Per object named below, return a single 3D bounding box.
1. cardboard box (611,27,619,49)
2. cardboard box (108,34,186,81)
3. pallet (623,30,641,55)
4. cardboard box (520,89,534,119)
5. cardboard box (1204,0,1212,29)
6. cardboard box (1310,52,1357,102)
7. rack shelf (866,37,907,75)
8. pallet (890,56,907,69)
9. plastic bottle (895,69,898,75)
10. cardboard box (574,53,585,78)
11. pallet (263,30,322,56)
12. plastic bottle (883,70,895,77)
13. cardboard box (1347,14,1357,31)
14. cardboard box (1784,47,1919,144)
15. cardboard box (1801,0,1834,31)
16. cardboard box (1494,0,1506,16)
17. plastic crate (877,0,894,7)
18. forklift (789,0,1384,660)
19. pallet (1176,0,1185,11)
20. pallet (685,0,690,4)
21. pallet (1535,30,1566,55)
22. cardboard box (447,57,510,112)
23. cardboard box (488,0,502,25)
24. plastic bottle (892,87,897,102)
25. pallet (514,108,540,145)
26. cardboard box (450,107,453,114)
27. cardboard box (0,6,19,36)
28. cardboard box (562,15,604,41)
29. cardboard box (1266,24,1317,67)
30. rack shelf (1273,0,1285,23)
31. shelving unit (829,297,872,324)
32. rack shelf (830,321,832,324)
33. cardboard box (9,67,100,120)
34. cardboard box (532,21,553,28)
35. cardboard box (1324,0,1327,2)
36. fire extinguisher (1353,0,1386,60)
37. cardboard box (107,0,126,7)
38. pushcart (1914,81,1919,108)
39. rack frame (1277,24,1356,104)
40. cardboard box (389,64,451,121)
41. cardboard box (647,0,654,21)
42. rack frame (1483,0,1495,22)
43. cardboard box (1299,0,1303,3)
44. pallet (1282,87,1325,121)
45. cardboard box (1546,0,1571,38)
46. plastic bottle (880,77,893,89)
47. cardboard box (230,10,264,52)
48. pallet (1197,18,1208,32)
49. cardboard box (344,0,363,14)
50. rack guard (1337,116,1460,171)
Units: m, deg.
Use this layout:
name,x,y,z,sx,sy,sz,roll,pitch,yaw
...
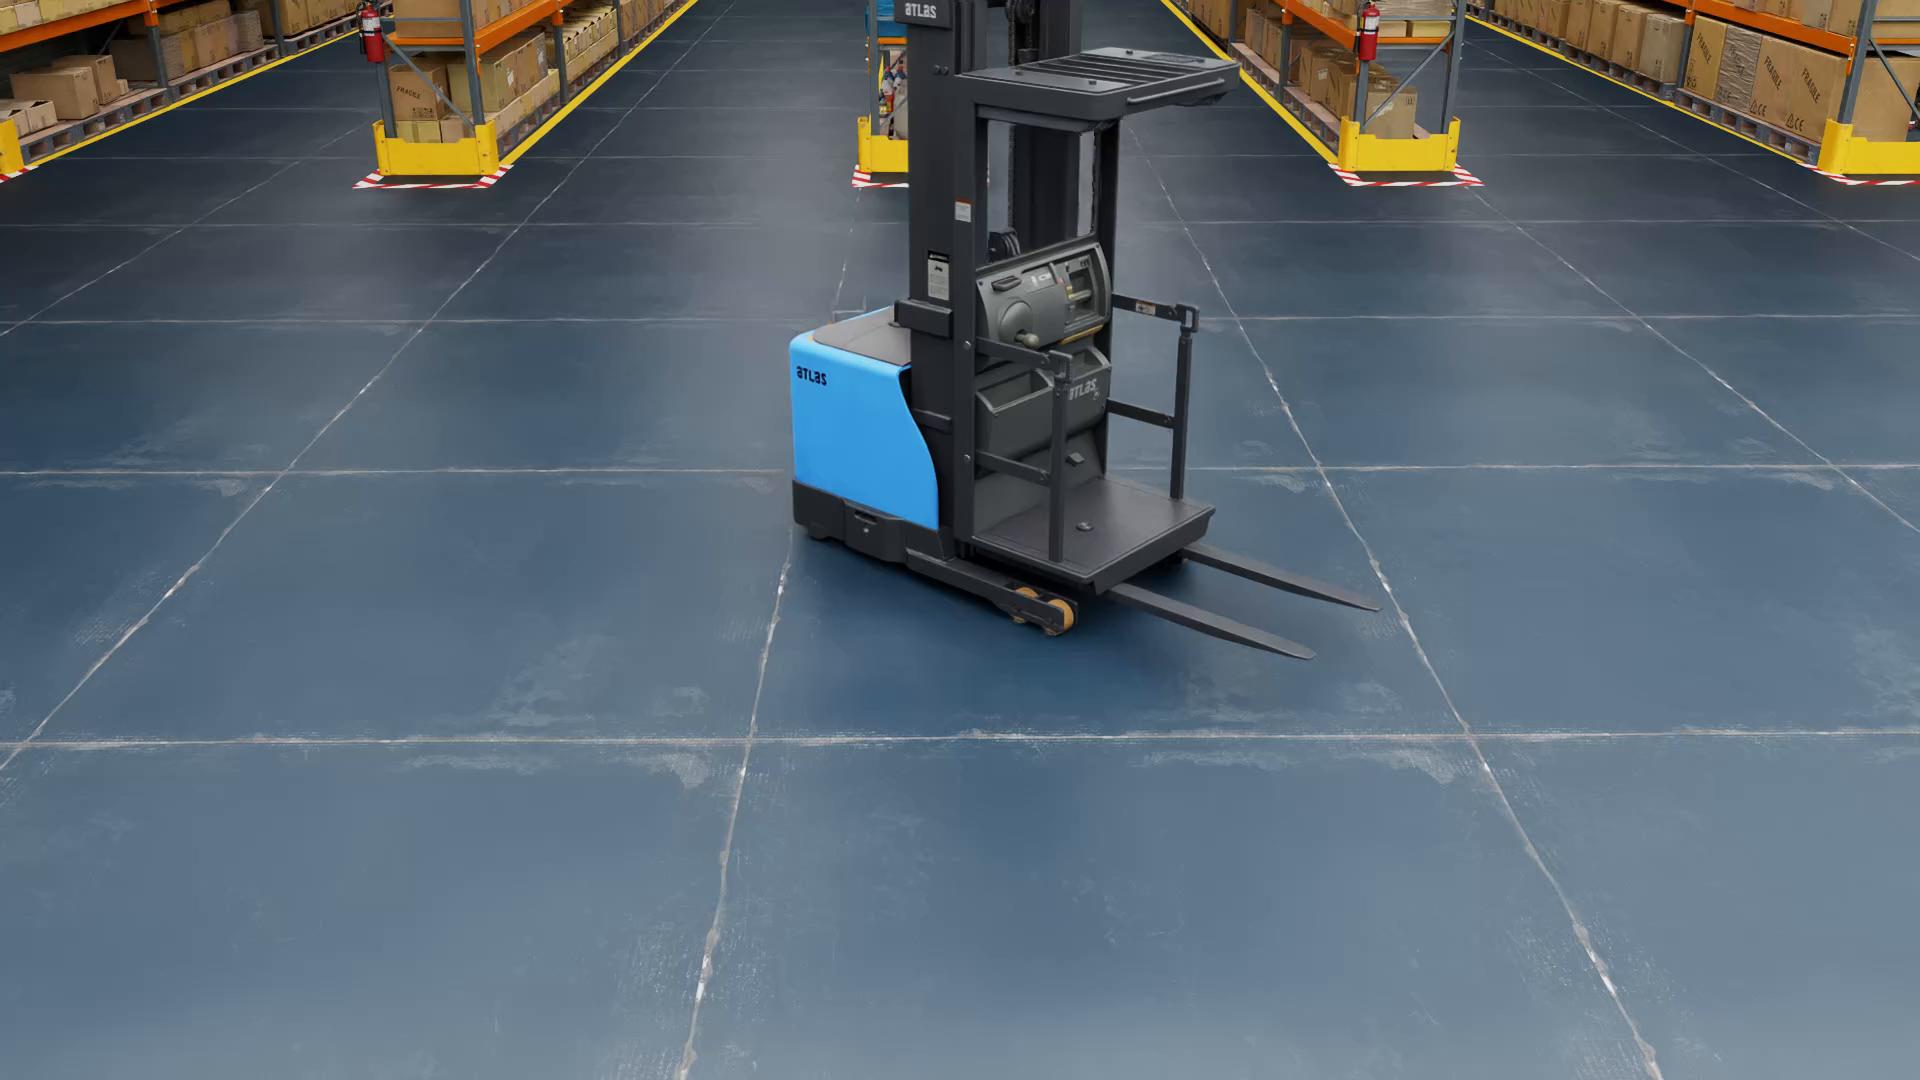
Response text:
name,x,y,z,sx,sy,sz,roll,pitch,yaw
cardboard box,-5.201,-7.196,23.847,0.500,0.250,0.500,0,24,1
cardboard box,-10.385,-6.165,21.242,0.700,0.500,0.500,1,24,1
pallet,-5.421,-7.510,25.099,1.003,0.211,1.213,0,24,-1
cardboard box,-5.162,-4.955,18.893,0.500,0.250,0.500,0,24,-1
cardboard box,4.466,-8.391,25.731,1.225,0.875,0.875,0,24,0
cardboard box,4.477,-5.519,19.836,0.500,0.500,0.500,8,25,16
rack shelf,-0.432,-5.693,18.571,1.077,0.370,4.000,0,24,-1
pallet,-0.518,-6.402,22.649,1.003,0.211,1.213,0,24,-1
plastic bottle,-0.752,-5.542,20.127,0.061,0.283,0.133,0,24,-1
cardboard box,-5.168,-6.141,21.515,0.500,0.250,0.500,0,24,1
pallet,-10.338,-7.504,25.085,1.003,0.211,1.213,0,24,-1
plastic bottle,-0.858,-5.538,20.127,0.152,0.276,0.135,1,24,1
cardboard box,4.276,-5.427,17.414,0.380,0.149,0.250,0,24,-1
cardboard box,9.429,-4.702,17.576,0.875,0.875,0.875,0,24,0
cardboard box,9.426,-5.647,17.415,0.875,0.550,0.550,0,24,-1
cardboard box,9.115,-8.891,27.293,0.500,0.500,0.500,1,24,1
plastic crate,-0.717,-5.602,17.676,0.499,0.251,0.408,0,24,-1
forklift,0.562,-1.136,7.705,3.031,2.935,1.130,20,31,37
pallet,4.465,-9.711,29.966,1.003,0.211,1.213,0,24,-1
pallet,-5.528,-10.139,30.912,1.003,0.211,1.213,0,24,-1
pallet,9.409,-7.548,25.183,1.003,0.211,1.213,0,24,-1
cardboard box,-5.154,-4.884,17.827,0.500,0.500,0.500,0,24,-1
cardboard box,-5.366,-5.835,17.891,0.700,0.500,0.500,0,24,0
plastic bottle,-0.738,-5.019,18.970,0.061,0.283,0.133,0,24,-1
pallet,-5.424,-4.722,18.935,1.003,0.211,1.213,0,24,-1
cardboard box,-5.682,-4.540,17.976,0.500,0.250,0.500,0,24,-1
cardboard box,-10.005,-5.296,16.977,0.500,0.250,0.500,-1,24,-2
cardboard box,-5.184,-7.030,22.800,0.500,0.311,0.500,0,24,-1
cardboard box,4.520,-6.609,22.223,0.700,0.500,0.500,-2,24,-5
rack shelf,4.477,-7.364,22.265,1.077,0.370,4.000,0,24,-1
shelving unit,-0.587,-0.799,9.238,0.215,1.050,0.252,-5,25,-9
rack shelf,-0.591,-1.047,9.125,0.215,0.259,0.240,-5,25,-9
cardboard box,-10.199,-5.037,18.746,0.700,0.500,0.500,-2,24,-4
cardboard box,-5.715,-6.811,22.317,0.500,0.311,0.500,-1,24,-1
cardboard box,4.482,-6.245,18.435,0.875,0.500,0.500,0,24,-1
fire extinguisher,4.083,-5.135,16.557,0.296,0.674,0.183,0,24,-1
cardboard box,-10.055,-6.342,19.291,0.500,0.250,0.500,0,24,0
pushcart,12.129,-5.686,20.865,1.648,0.377,0.936,-9,26,-19
rack frame,4.498,-6.868,20.294,1.000,3.000,0.127,0,24,-1
cardboard box,-5.667,-4.676,17.366,0.500,0.500,0.500,0,24,-1
cardboard box,-5.201,-8.570,26.558,0.500,0.500,0.500,0,24,0
rack frame,9.372,-10.145,27.540,1.000,3.000,0.127,0,24,-1
cardboard box,4.220,-6.457,19.692,0.380,0.149,0.250,0,24,-1
pallet,4.541,-5.320,20.257,1.003,0.211,1.213,0,24,-1
cardboard box,9.147,-7.819,24.922,0.500,0.500,0.500,0,24,-1
plastic bottle,-0.852,-5.175,19.232,0.144,0.351,0.185,1,24,2
cardboard box,-10.344,-7.214,23.560,0.700,0.500,0.500,0,24,0
pallet,4.495,-8.576,27.455,1.003,0.211,1.213,0,24,-1
cardboard box,-10.311,-9.042,27.201,0.750,0.750,0.750,0,24,0
rack guard,4.541,-4.112,17.234,1.175,0.500,0.348,0,24,-1
